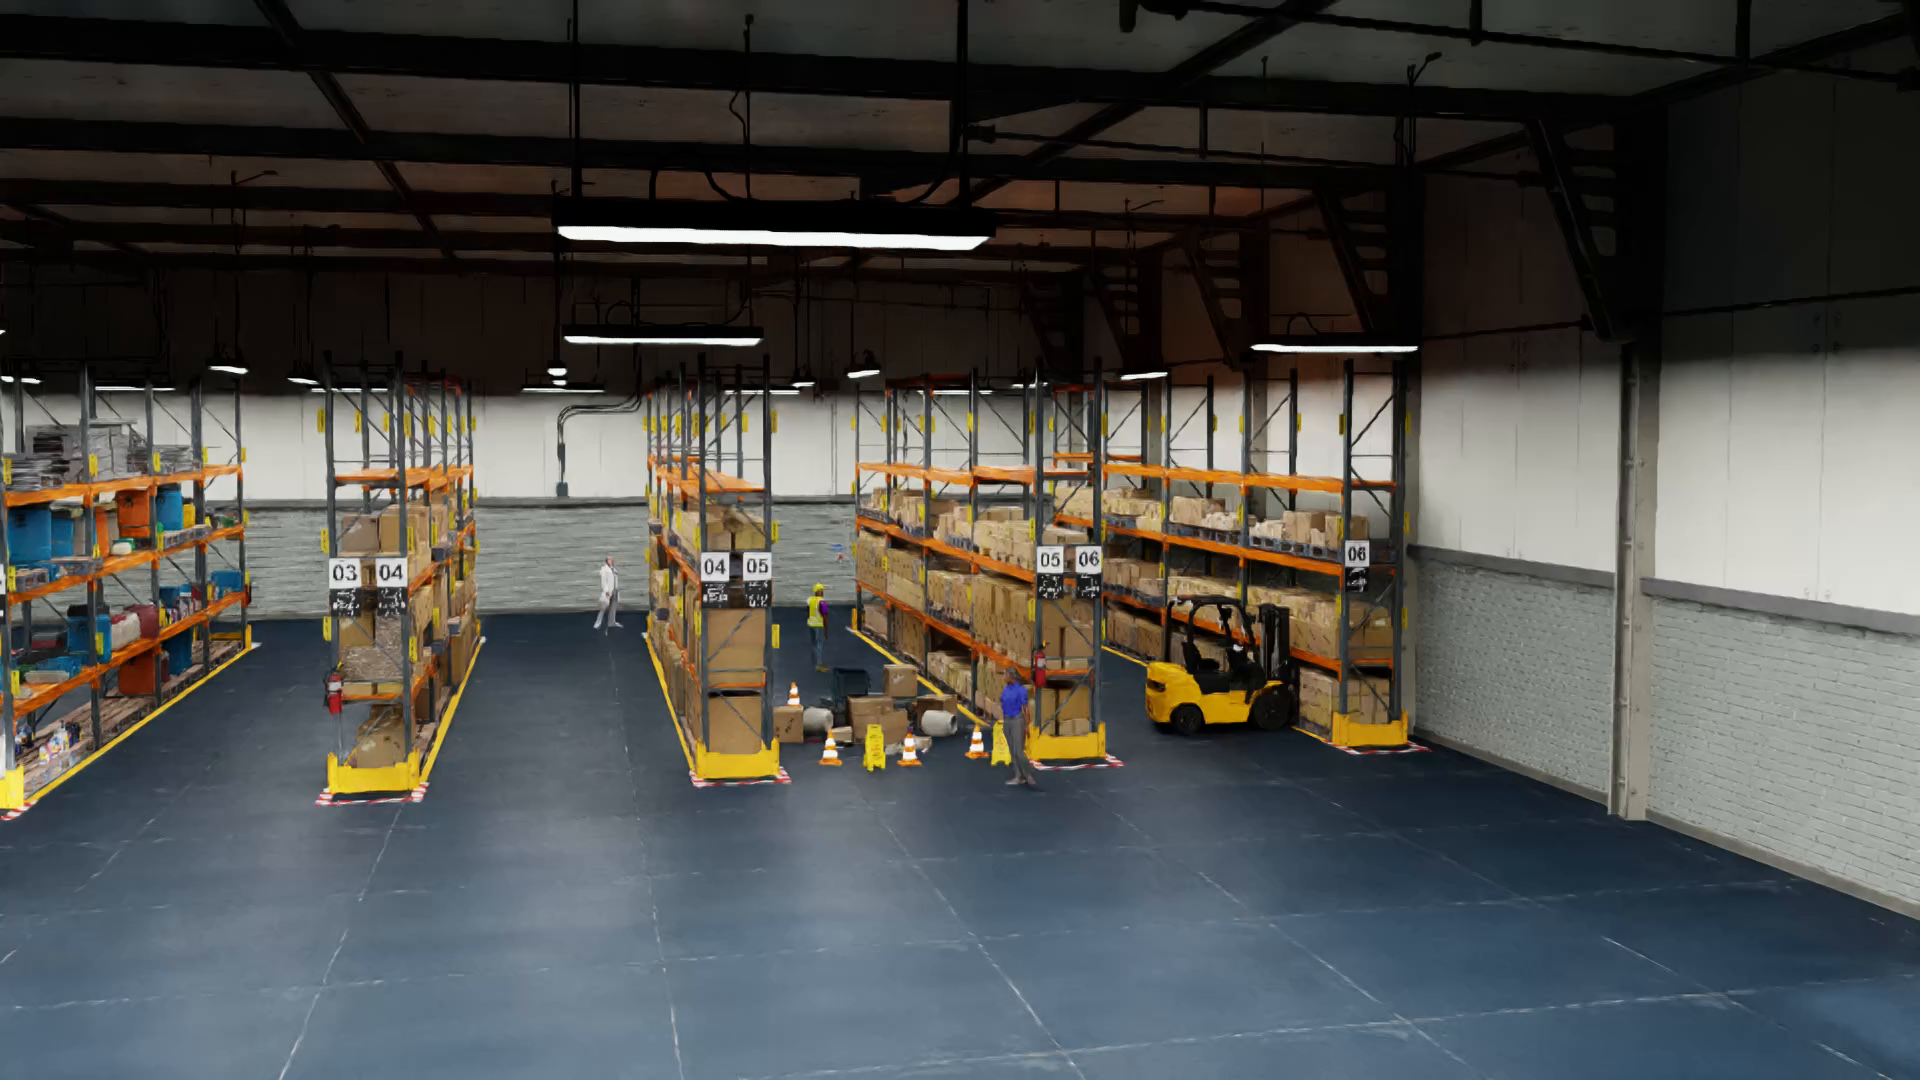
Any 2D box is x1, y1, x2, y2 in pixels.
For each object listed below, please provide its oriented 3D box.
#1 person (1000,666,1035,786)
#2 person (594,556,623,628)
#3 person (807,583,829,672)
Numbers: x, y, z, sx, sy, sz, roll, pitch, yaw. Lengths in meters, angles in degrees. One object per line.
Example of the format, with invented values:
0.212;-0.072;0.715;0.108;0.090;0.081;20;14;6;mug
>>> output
0.804;2.619;23.028;0.383;1.546;0.568;-3;5;-39;person
-8.692;1.372;40.872;0.494;1.579;0.747;2;4;24;person
-2.841;1.754;33.730;0.464;1.772;0.645;-3;5;-39;person
